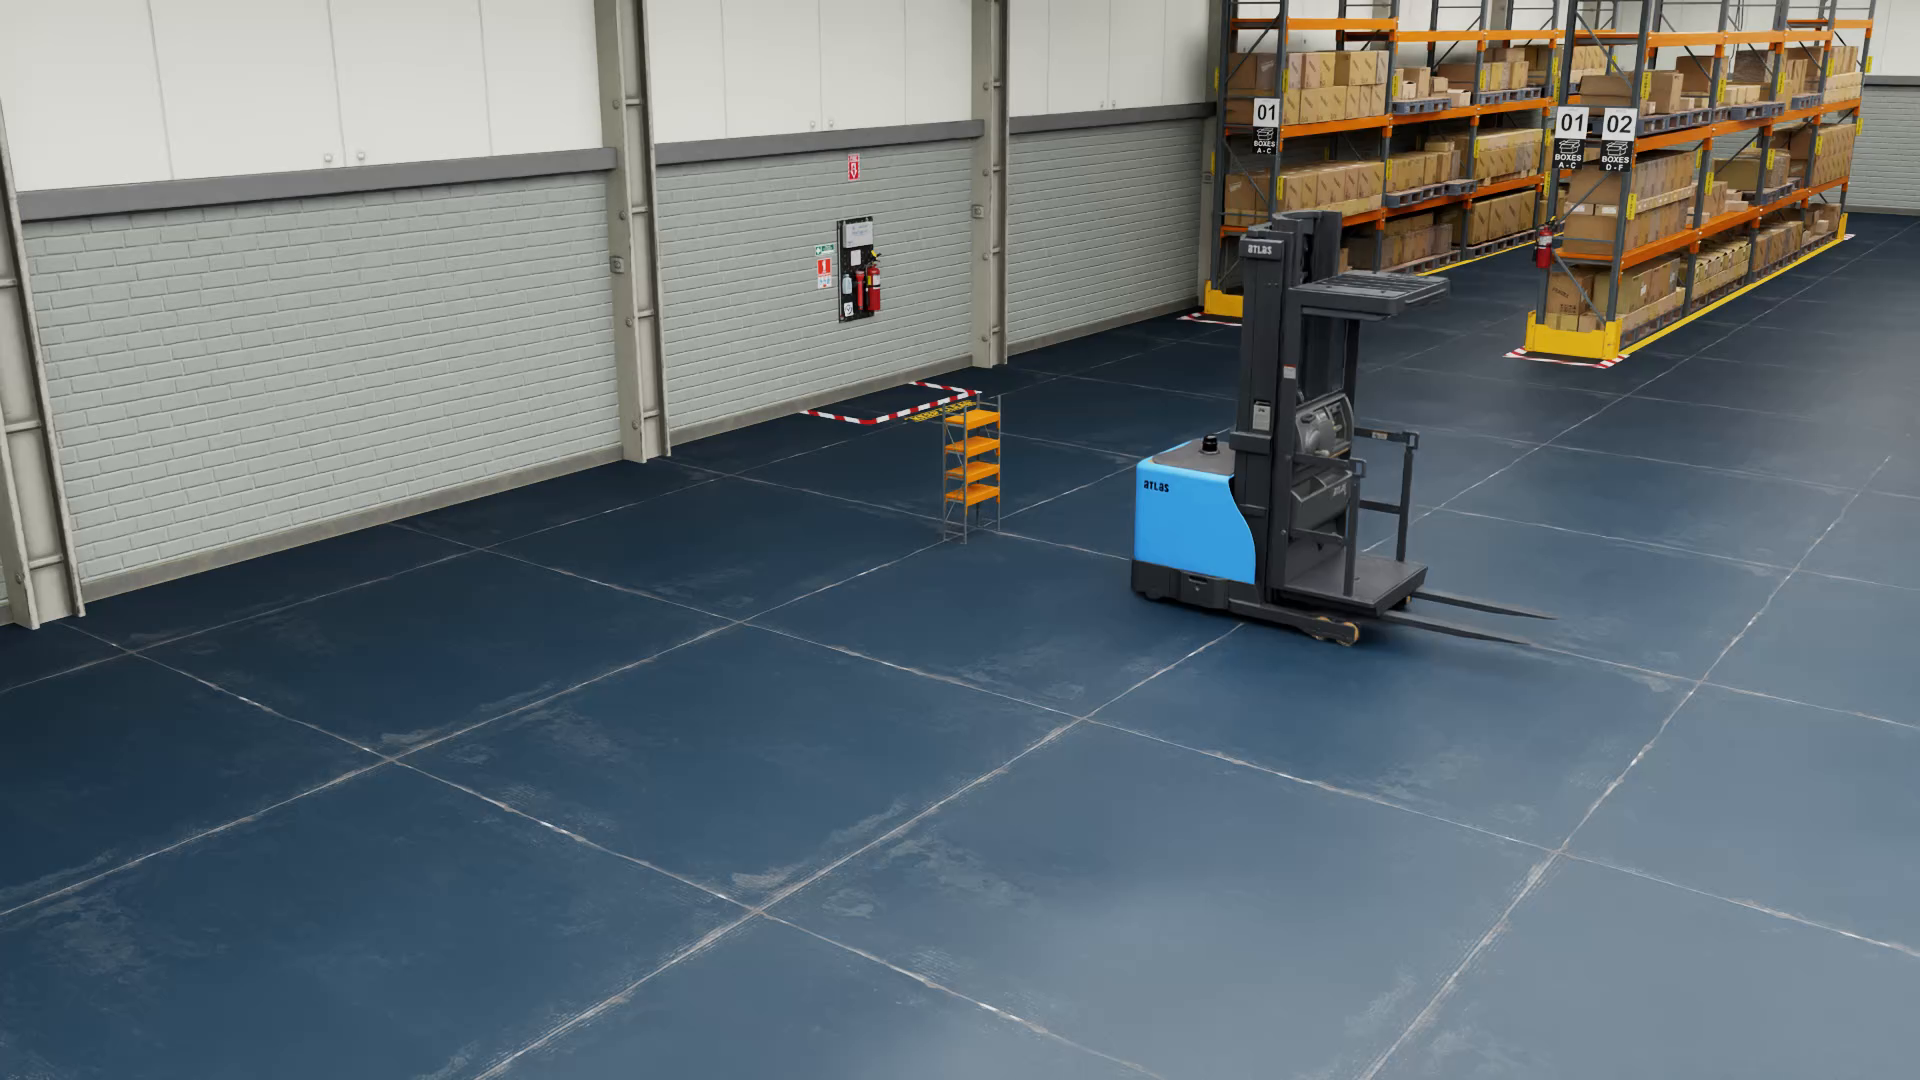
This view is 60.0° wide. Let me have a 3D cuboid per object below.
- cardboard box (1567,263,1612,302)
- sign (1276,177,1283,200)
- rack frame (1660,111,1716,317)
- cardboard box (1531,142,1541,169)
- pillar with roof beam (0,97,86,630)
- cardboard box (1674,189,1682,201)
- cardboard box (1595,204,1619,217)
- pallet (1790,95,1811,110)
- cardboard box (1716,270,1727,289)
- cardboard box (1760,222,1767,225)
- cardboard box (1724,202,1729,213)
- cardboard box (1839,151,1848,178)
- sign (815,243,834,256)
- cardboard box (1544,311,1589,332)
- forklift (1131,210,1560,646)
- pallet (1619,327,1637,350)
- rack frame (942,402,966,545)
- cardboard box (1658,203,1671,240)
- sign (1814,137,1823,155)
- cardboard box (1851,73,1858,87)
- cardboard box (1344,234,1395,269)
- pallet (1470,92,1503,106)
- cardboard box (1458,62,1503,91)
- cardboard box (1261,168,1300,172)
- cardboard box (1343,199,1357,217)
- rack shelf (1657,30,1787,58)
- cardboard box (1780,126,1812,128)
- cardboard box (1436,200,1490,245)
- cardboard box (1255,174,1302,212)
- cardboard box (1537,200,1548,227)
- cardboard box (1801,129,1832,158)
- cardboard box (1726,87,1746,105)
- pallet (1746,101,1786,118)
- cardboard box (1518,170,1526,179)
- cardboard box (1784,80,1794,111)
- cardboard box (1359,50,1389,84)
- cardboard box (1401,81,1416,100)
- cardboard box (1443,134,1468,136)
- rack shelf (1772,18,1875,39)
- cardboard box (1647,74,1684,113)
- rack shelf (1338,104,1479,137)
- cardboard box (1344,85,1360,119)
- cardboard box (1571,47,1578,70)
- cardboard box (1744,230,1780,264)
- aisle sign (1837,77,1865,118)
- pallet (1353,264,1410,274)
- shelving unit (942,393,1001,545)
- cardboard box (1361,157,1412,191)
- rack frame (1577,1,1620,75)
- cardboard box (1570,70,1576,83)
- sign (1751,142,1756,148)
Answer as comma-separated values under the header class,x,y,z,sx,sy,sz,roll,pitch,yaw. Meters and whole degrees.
class,x,y,z,sx,sy,sz,roll,pitch,yaw
cardboard box,8.873,-3.611,23.477,0.500,0.500,0.500,12,21,35
sign,4.664,-5.136,24.266,0.100,0.325,0.005,12,21,35
rack frame,10.592,-4.897,24.955,1.000,3.000,0.127,12,21,35
cardboard box,11.306,-7.722,33.347,0.500,0.500,0.500,12,21,34
pillar with roof beam,-3.317,-2.955,8.587,9.100,9.000,0.400,12,21,35
cardboard box,10.144,-4.968,23.921,0.380,0.149,0.250,12,21,35
cardboard box,8.616,-4.357,21.955,0.380,0.149,0.250,12,21,34
pallet,14.298,-7.755,29.416,1.213,0.211,1.003,12,21,35
cardboard box,11.947,-4.203,26.649,0.500,0.250,0.500,13,21,36
cardboard box,14.566,-5.618,30.749,0.500,0.500,0.500,13,21,35
cardboard box,12.261,-5.416,27.050,0.380,0.149,0.250,14,22,39
cardboard box,17.388,-7.524,33.246,0.500,0.500,0.500,13,21,35
sign,-1.530,-3.284,18.806,0.001,0.109,0.331,12,21,35
cardboard box,8.291,-3.012,22.812,0.500,0.250,0.500,12,21,35
forklift,2.813,-0.826,11.962,3.031,2.935,1.130,12,21,34
pallet,8.631,-2.802,22.911,1.003,0.211,1.213,12,21,35
rack frame,-0.047,-0.554,14.006,0.240,1.200,0.015,12,21,35
cardboard box,9.722,-4.592,23.805,0.700,0.500,0.500,13,21,35
sign,15.807,-7.258,30.606,0.100,0.325,0.005,12,21,35
cardboard box,17.343,-9.068,32.739,0.500,0.250,0.500,12,21,35
cardboard box,7.037,-4.966,28.650,0.700,0.500,0.500,13,22,37
pallet,9.336,-8.229,30.946,1.213,0.211,1.003,14,22,37
cardboard box,9.851,-8.805,31.572,0.700,0.500,0.500,14,22,37
cardboard box,4.951,-5.507,25.873,0.500,0.500,0.500,12,21,33
cardboard box,5.982,-5.303,26.483,0.500,0.250,0.500,12,21,34
rack shelf,11.784,-7.704,25.765,1.077,0.370,4.000,12,21,35
cardboard box,16.357,-7.856,32.629,0.500,0.500,0.500,12,21,34
cardboard box,9.538,-6.050,31.585,0.750,0.750,0.750,12,21,34
cardboard box,4.754,-5.175,24.806,0.500,0.500,0.500,12,21,35
cardboard box,11.906,-6.844,34.730,0.700,0.500,0.500,13,21,35
cardboard box,16.173,-7.513,31.525,0.500,0.500,0.500,12,21,33
cardboard box,12.103,-7.031,26.313,0.500,0.250,0.500,12,21,34
pallet,12.643,-7.015,27.035,1.213,0.211,1.003,14,22,37
cardboard box,10.972,-7.245,32.905,0.380,0.149,0.250,12,21,35
cardboard box,13.822,-7.685,28.707,0.910,0.500,0.500,12,21,35
cardboard box,6.531,-7.571,26.621,0.500,0.500,0.500,10,20,30
cardboard box,7.369,-7.625,28.123,0.500,0.311,0.500,13,22,36
cardboard box,9.368,-7.558,31.556,0.500,0.250,0.500,12,21,33
rack shelf,16.550,-9.799,31.842,1.077,0.370,4.000,12,21,35
cardboard box,9.418,-6.039,22.463,0.500,0.500,0.500,12,21,35
rack shelf,7.803,-7.337,28.967,1.077,0.370,4.000,12,21,35
cardboard box,5.898,-6.840,25.953,0.500,0.500,0.500,11,21,33
cardboard box,12.330,-9.888,34.081,0.500,0.500,0.500,12,21,34
cardboard box,14.087,-5.168,29.301,0.500,0.500,0.500,12,21,34
aisle sign,18.029,-8.959,33.651,0.394,0.787,0.004,12,21,35
pallet,7.074,-4.625,28.782,1.003,0.211,1.213,12,21,35
shelving unit,0.099,-0.612,14.193,0.258,1.200,0.503,12,21,35
cardboard box,7.281,-6.276,28.486,0.700,0.500,0.500,15,23,40
rack frame,13.762,-11.495,36.085,1.000,3.000,0.127,12,21,35
cardboard box,12.317,-9.523,34.170,0.500,0.250,0.500,12,21,34
sign,14.918,-7.310,31.265,0.100,0.325,0.005,12,21,35
